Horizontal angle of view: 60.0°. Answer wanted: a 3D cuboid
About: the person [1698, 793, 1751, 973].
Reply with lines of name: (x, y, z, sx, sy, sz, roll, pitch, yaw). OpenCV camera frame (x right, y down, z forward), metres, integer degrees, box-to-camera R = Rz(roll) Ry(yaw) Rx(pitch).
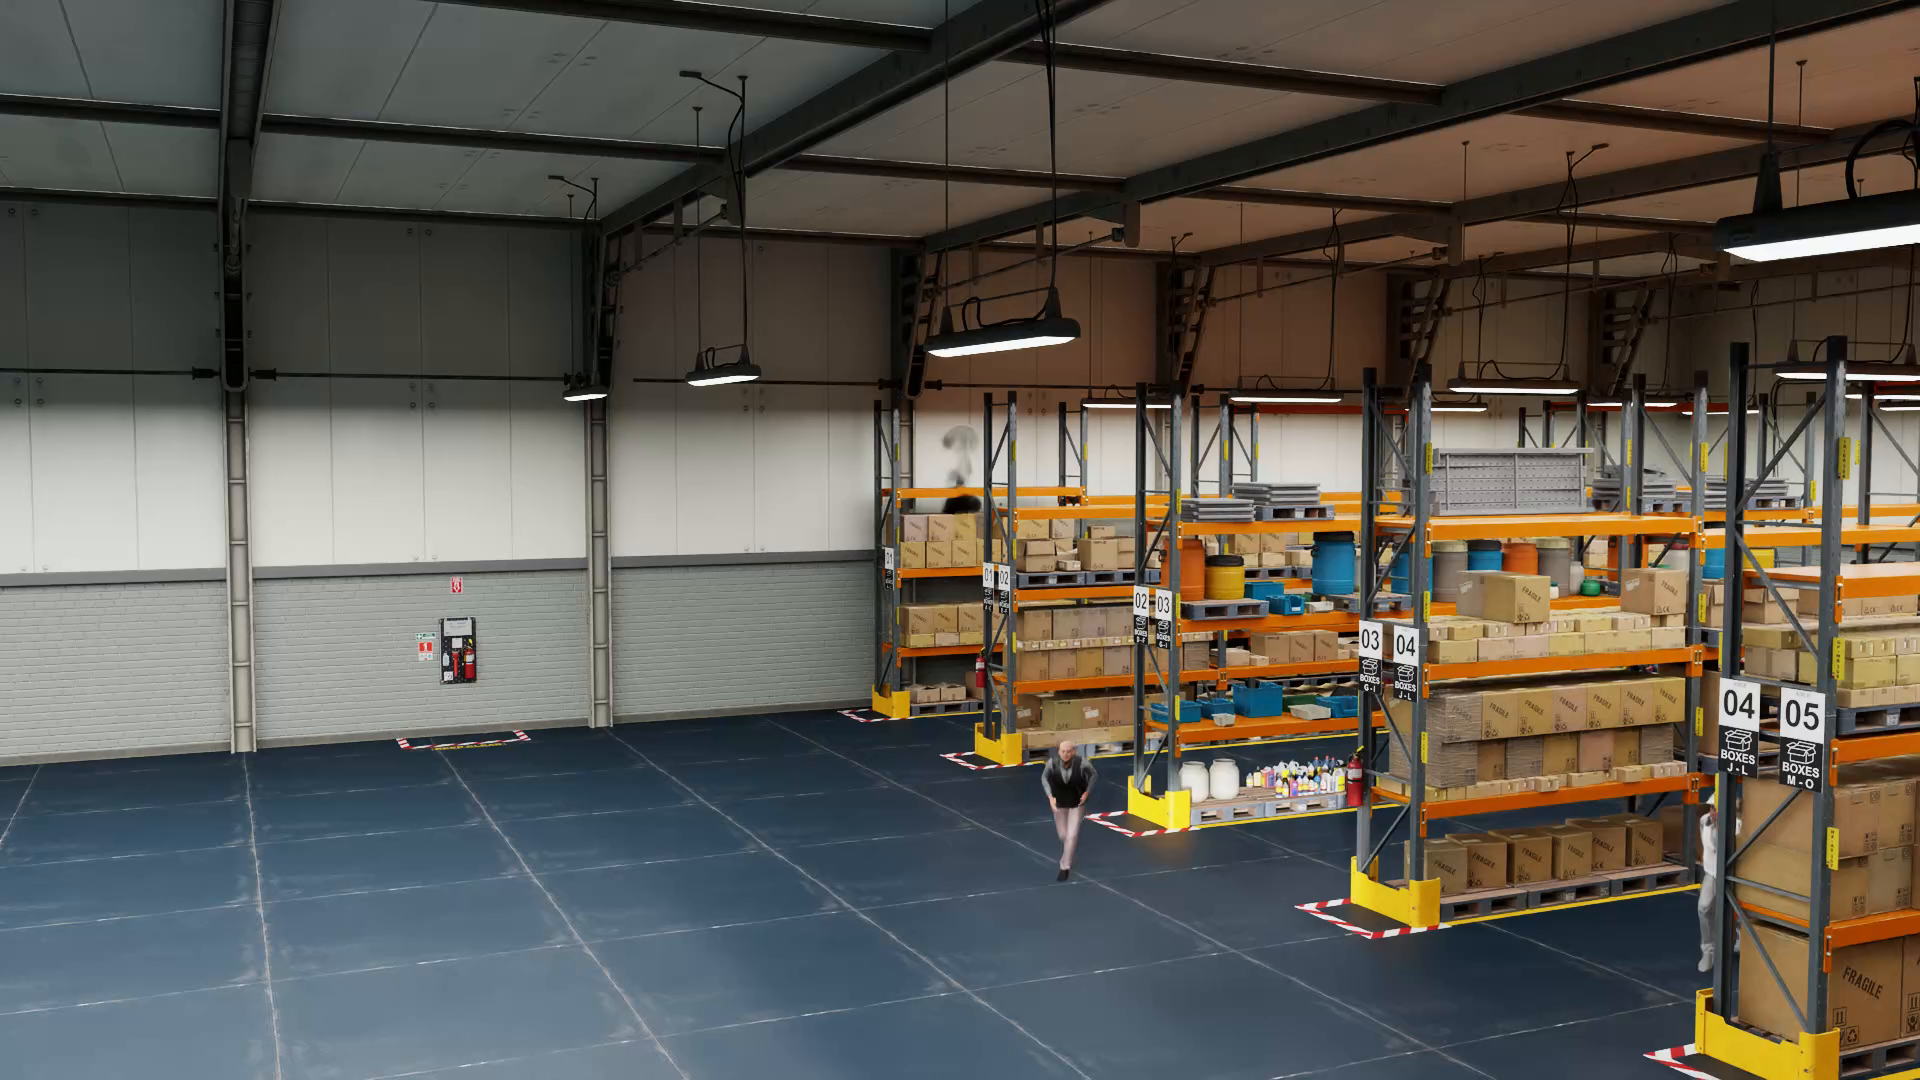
person: (7.624, 3.341, 16.478, 0.654, 1.788, 0.965, 3, 5, 44)

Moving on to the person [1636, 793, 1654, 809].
person: (9.656, 3.013, 23.506, 0.731, 1.623, 0.600, -2, 4, -32)

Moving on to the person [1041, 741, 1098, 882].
person: (1.320, 3.194, 20.018, 0.673, 1.679, 0.946, 0, 3, 5)
